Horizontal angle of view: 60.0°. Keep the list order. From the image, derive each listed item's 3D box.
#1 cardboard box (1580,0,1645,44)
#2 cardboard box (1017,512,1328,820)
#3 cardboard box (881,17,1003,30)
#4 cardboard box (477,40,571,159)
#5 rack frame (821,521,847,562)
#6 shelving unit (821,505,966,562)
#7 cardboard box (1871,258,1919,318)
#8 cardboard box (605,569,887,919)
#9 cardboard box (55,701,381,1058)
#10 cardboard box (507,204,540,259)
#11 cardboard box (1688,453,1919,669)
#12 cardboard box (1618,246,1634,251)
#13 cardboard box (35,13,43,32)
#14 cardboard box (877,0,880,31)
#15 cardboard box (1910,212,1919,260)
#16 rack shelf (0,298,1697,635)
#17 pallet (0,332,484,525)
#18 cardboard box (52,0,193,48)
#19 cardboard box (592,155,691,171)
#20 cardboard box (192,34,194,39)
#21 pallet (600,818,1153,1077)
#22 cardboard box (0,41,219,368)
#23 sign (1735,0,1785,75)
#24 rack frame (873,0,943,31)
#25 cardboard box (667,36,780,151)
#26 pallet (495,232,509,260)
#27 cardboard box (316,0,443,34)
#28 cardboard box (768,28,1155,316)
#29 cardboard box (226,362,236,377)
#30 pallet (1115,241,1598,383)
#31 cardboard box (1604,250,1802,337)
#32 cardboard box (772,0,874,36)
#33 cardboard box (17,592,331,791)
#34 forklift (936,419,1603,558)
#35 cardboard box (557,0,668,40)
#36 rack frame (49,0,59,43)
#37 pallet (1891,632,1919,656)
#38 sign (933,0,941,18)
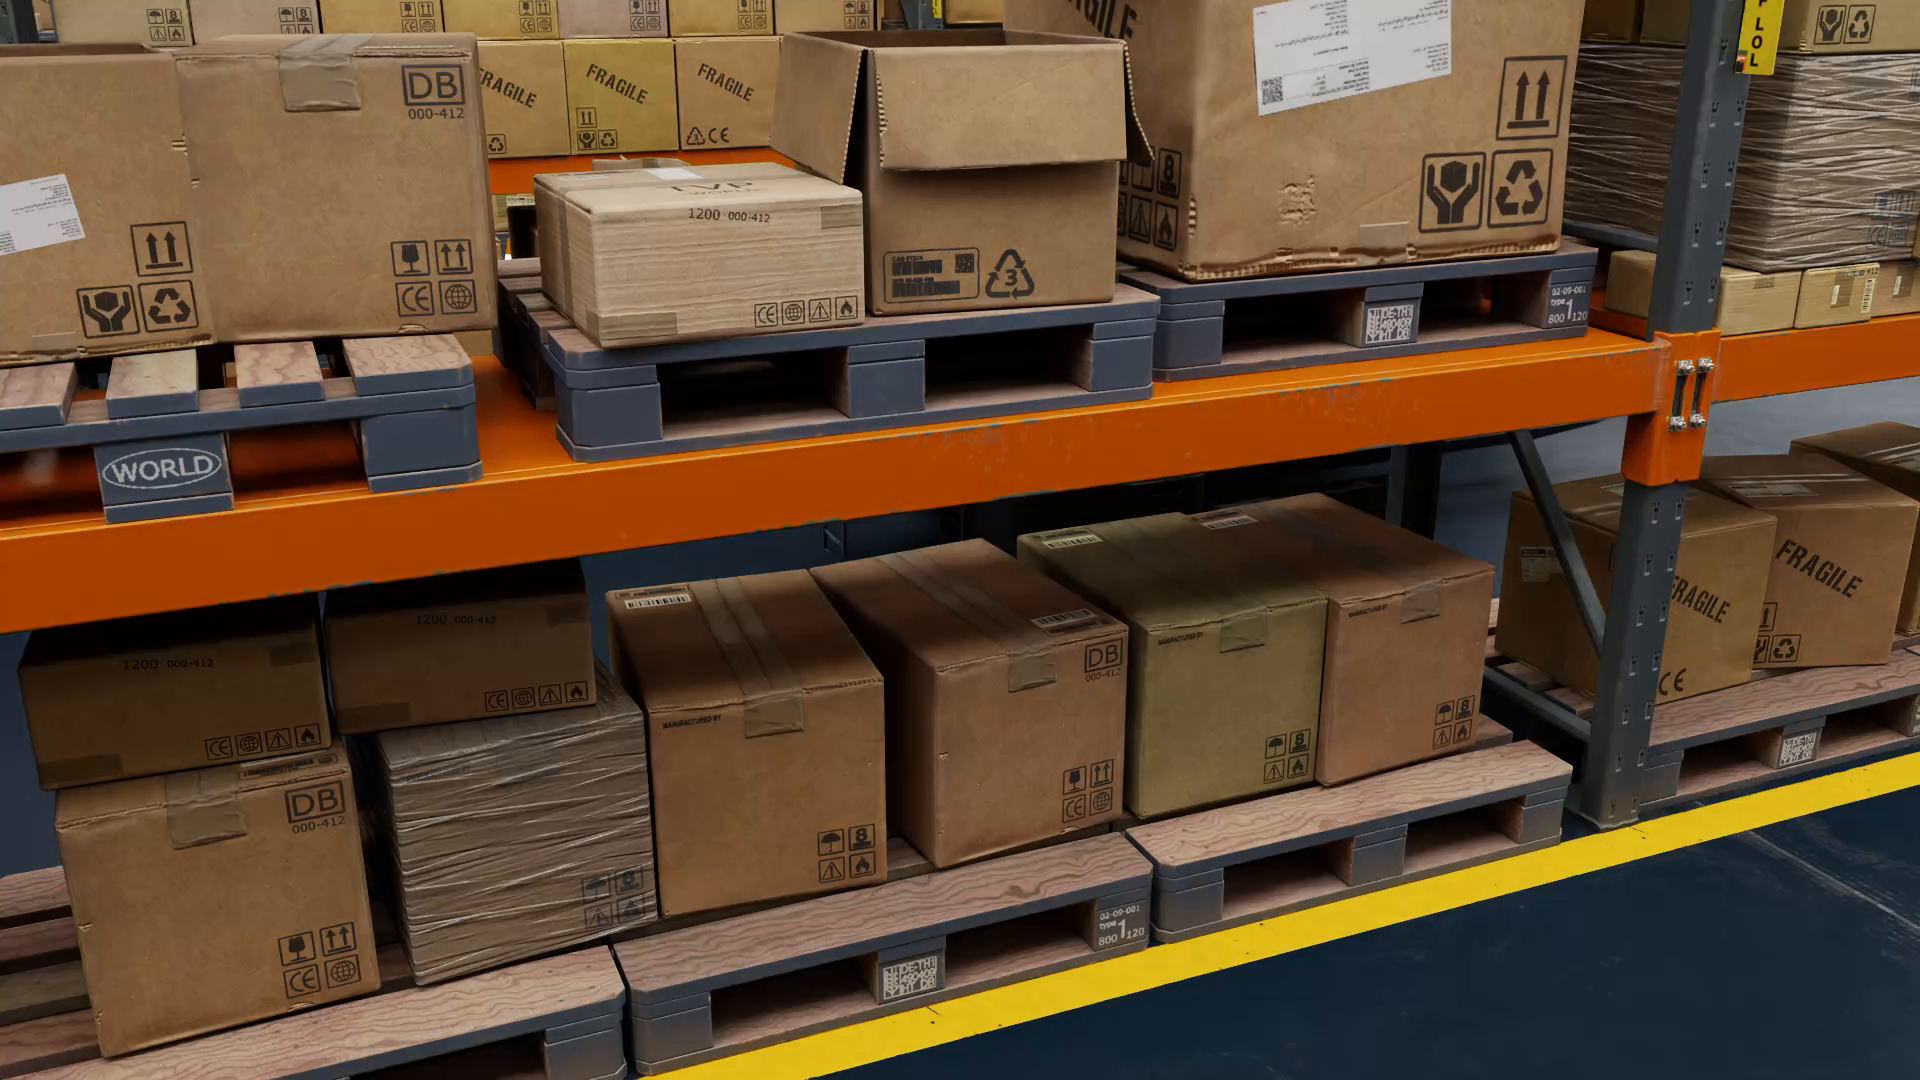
[{"bbox_3d":[1.839,-1.611,4.476,0.500,0.500,0.500,-8,21,-22],"label":"cardboard box"},{"bbox_3d":[0.517,0.294,4.271,0.500,0.500,0.700,-8,21,-22],"label":"cardboard box"},{"bbox_3d":[-0.003,-2.457,8.758,0.550,0.550,0.875,-8,21,-22],"label":"cardboard box"},{"bbox_3d":[-2.103,-2.031,7.623,0.500,0.500,0.500,-8,21,-22],"label":"cardboard box"},{"bbox_3d":[-0.476,-0.493,6.117,0.015,1.200,0.240,-9,21,-23],"label":"rack frame"},{"bbox_3d":[-0.254,-0.527,6.212,0.503,1.200,0.258,-9,21,-23],"label":"shelving unit"},{"bbox_3d":[2.305,-0.697,4.363,0.250,0.149,0.380,-8,21,-22],"label":"cardboard box"},{"bbox_3d":[-0.508,0.441,3.853,0.500,0.500,0.700,-6,20,-17],"label":"cardboard box"},{"bbox_3d":[-1.530,0.595,3.417,0.500,0.500,0.700,-9,21,-25],"label":"cardboard box"},{"bbox_3d":[-1.758,-1.236,8.272,0.750,0.750,1.050,-8,21,-22],"label":"cardboard box"},{"bbox_3d":[2.441,0.054,4.982,0.500,0.500,0.500,-2,19,-5],"label":"cardboard box"},{"bbox_3d":[1.849,-0.838,4.763,0.250,0.149,0.380,-8,21,-22],"label":"cardboard box"},{"bbox_3d":[-8.484,-4.694,15.082,0.250,0.149,0.380,-8,21,-21],"label":"cardboard box"},{"bbox_3d":[-0.958,-4.126,13.126,0.500,0.500,0.500,-8,21,-22],"label":"cardboard box"},{"bbox_3d":[2.446,-1.091,4.507,0.500,0.500,0.875,-8,21,-22],"label":"cardboard box"},{"bbox_3d":[-0.301,-0.206,3.674,4.000,0.370,1.077,-8,21,-22],"label":"rack shelf"},{"bbox_3d":[-1.525,-0.318,3.198,1.003,0.211,1.213,-8,21,-22],"label":"pallet"},{"bbox_3d":[-3.593,-2.383,7.117,0.500,0.500,0.700,-8,21,-22],"label":"cardboard box"},{"bbox_3d":[-0.713,-0.719,3.617,0.258,0.266,0.396,-9,21,-23],"label":"cardboard box"},{"bbox_3d":[-5.149,-3.419,11.461,0.250,0.149,0.380,-10,22,-25],"label":"cardboard box"},{"bbox_3d":[-0.301,0.771,4.013,1.213,0.211,1.003,-8,21,-22],"label":"pallet"},{"bbox_3d":[-1.658,-0.611,2.957,0.500,0.500,0.500,-11,22,-29],"label":"cardboard box"},{"bbox_3d":[1.758,-1.186,3.630,0.005,0.325,0.100,-8,21,-22],"label":"sign"},{"bbox_3d":[-0.337,-2.334,8.635,0.127,3.000,1.000,-8,21,-22],"label":"rack frame"},{"bbox_3d":[-1.174,-2.165,8.003,0.500,0.500,0.500,-8,21,-23],"label":"cardboard box"},{"bbox_3d":[-3.104,-2.412,13.056,1.213,0.211,1.003,-8,21,-22],"label":"pallet"},{"bbox_3d":[-2.659,-2.518,7.501,0.500,0.500,0.700,-8,21,-23],"label":"cardboard box"},{"bbox_3d":[-0.020,-0.799,3.487,0.637,0.503,0.797,-6,20,-16],"label":"cardboard box"},{"bbox_3d":[-3.415,-0.998,7.594,0.750,0.750,1.050,-8,21,-23],"label":"cardboard box"},{"bbox_3d":[0.776,-0.662,4.174,1.213,0.211,1.003,-8,21,-22],"label":"pallet"},{"bbox_3d":[1.852,-0.627,4.163,0.250,0.149,0.380,-8,21,-22],"label":"cardboard box"},{"bbox_3d":[-0.790,-2.786,8.262,0.500,0.500,0.700,-9,21,-23],"label":"cardboard box"},{"bbox_3d":[-1.534,0.238,3.301,0.500,0.250,0.500,-7,21,-20],"label":"cardboard box"},{"bbox_3d":[1.339,-1.603,6.662,3.031,2.935,1.130,-9,21,-23],"label":"forklift"},{"bbox_3d":[-1.726,-2.651,7.880,0.500,0.500,0.700,-8,21,-21],"label":"cardboard box"},{"bbox_3d":[-6.063,-3.304,11.390,0.127,3.000,1.000,-8,21,-22],"label":"rack frame"},{"bbox_3d":[3.260,0.246,5.506,1.213,0.211,1.003,-8,21,-22],"label":"pallet"},{"bbox_3d":[-0.113,-2.679,7.990,0.005,0.325,0.100,-8,21,-22],"label":"sign"}]
